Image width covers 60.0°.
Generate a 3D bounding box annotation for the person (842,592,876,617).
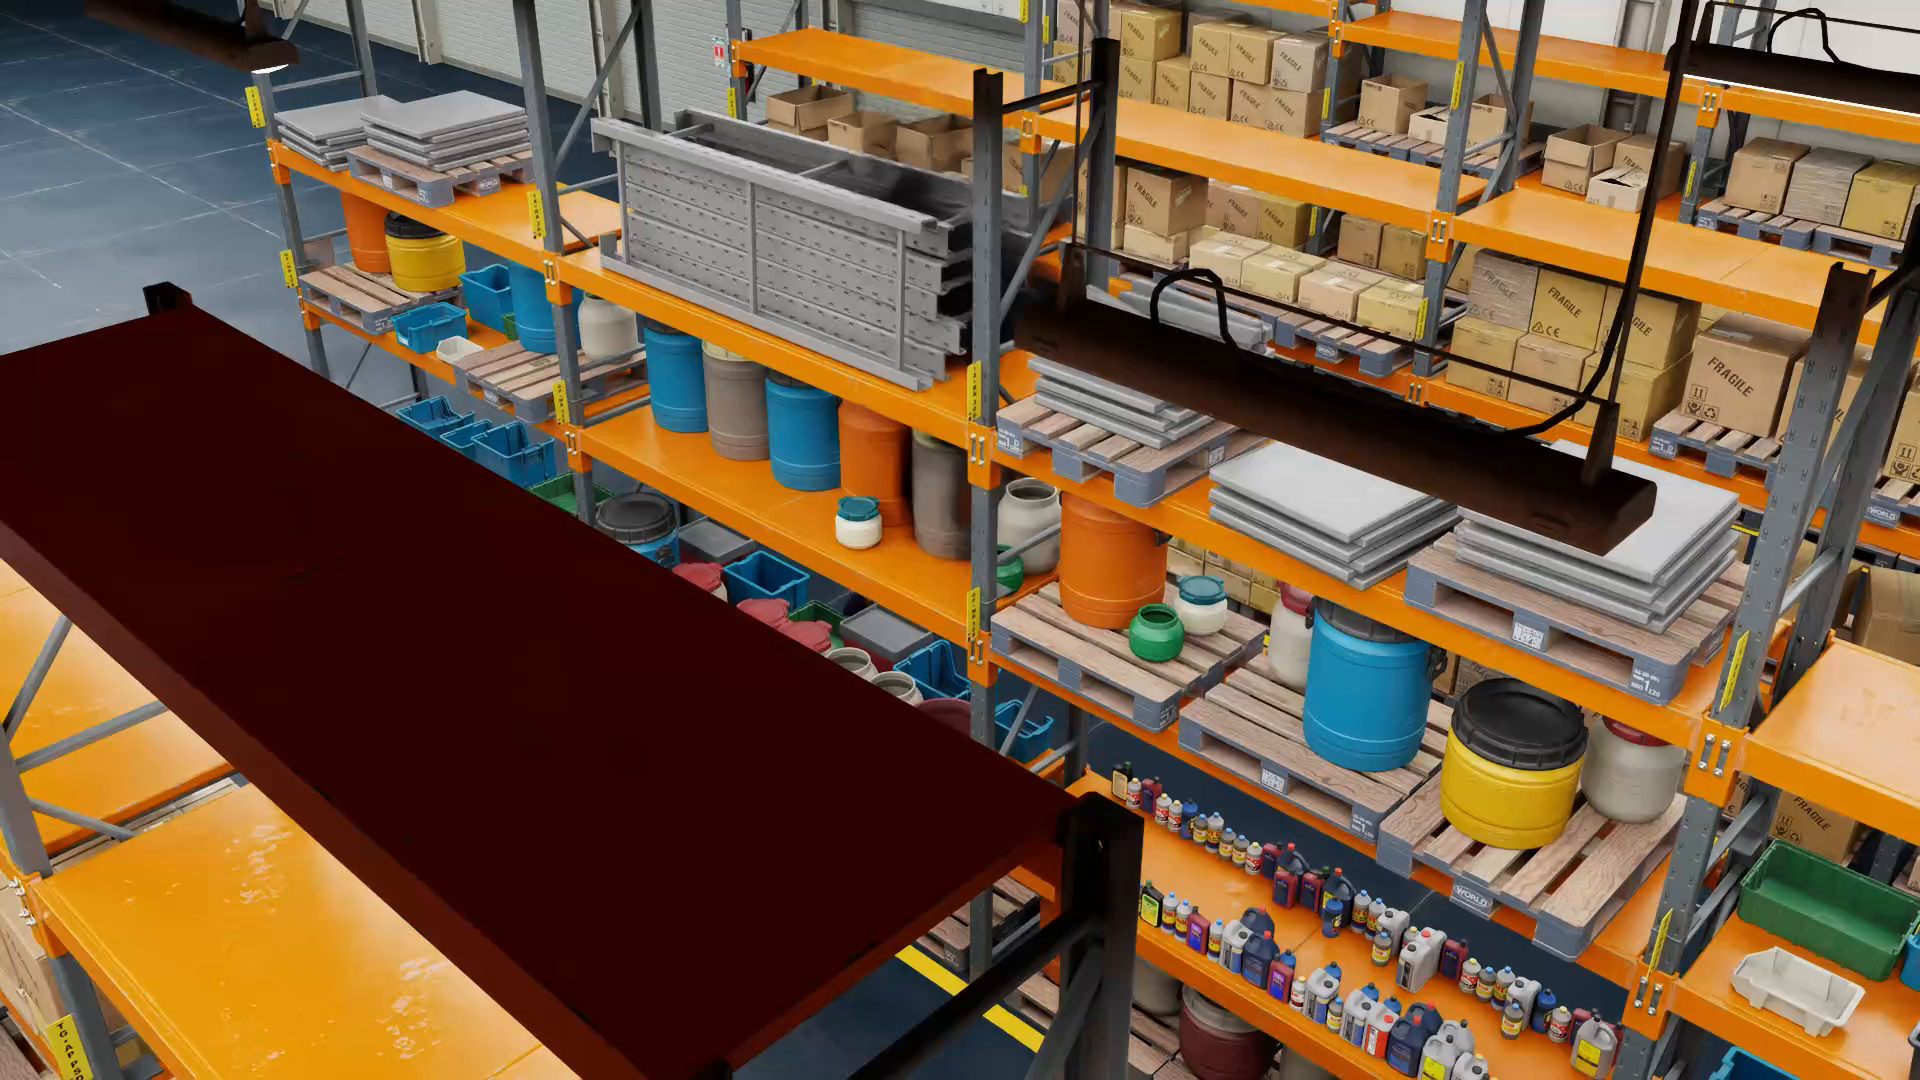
[{"bbox_3d":[-0.693,0.452,13.812,0.695,1.673,0.597,22,36,33],"label":"person"}]
